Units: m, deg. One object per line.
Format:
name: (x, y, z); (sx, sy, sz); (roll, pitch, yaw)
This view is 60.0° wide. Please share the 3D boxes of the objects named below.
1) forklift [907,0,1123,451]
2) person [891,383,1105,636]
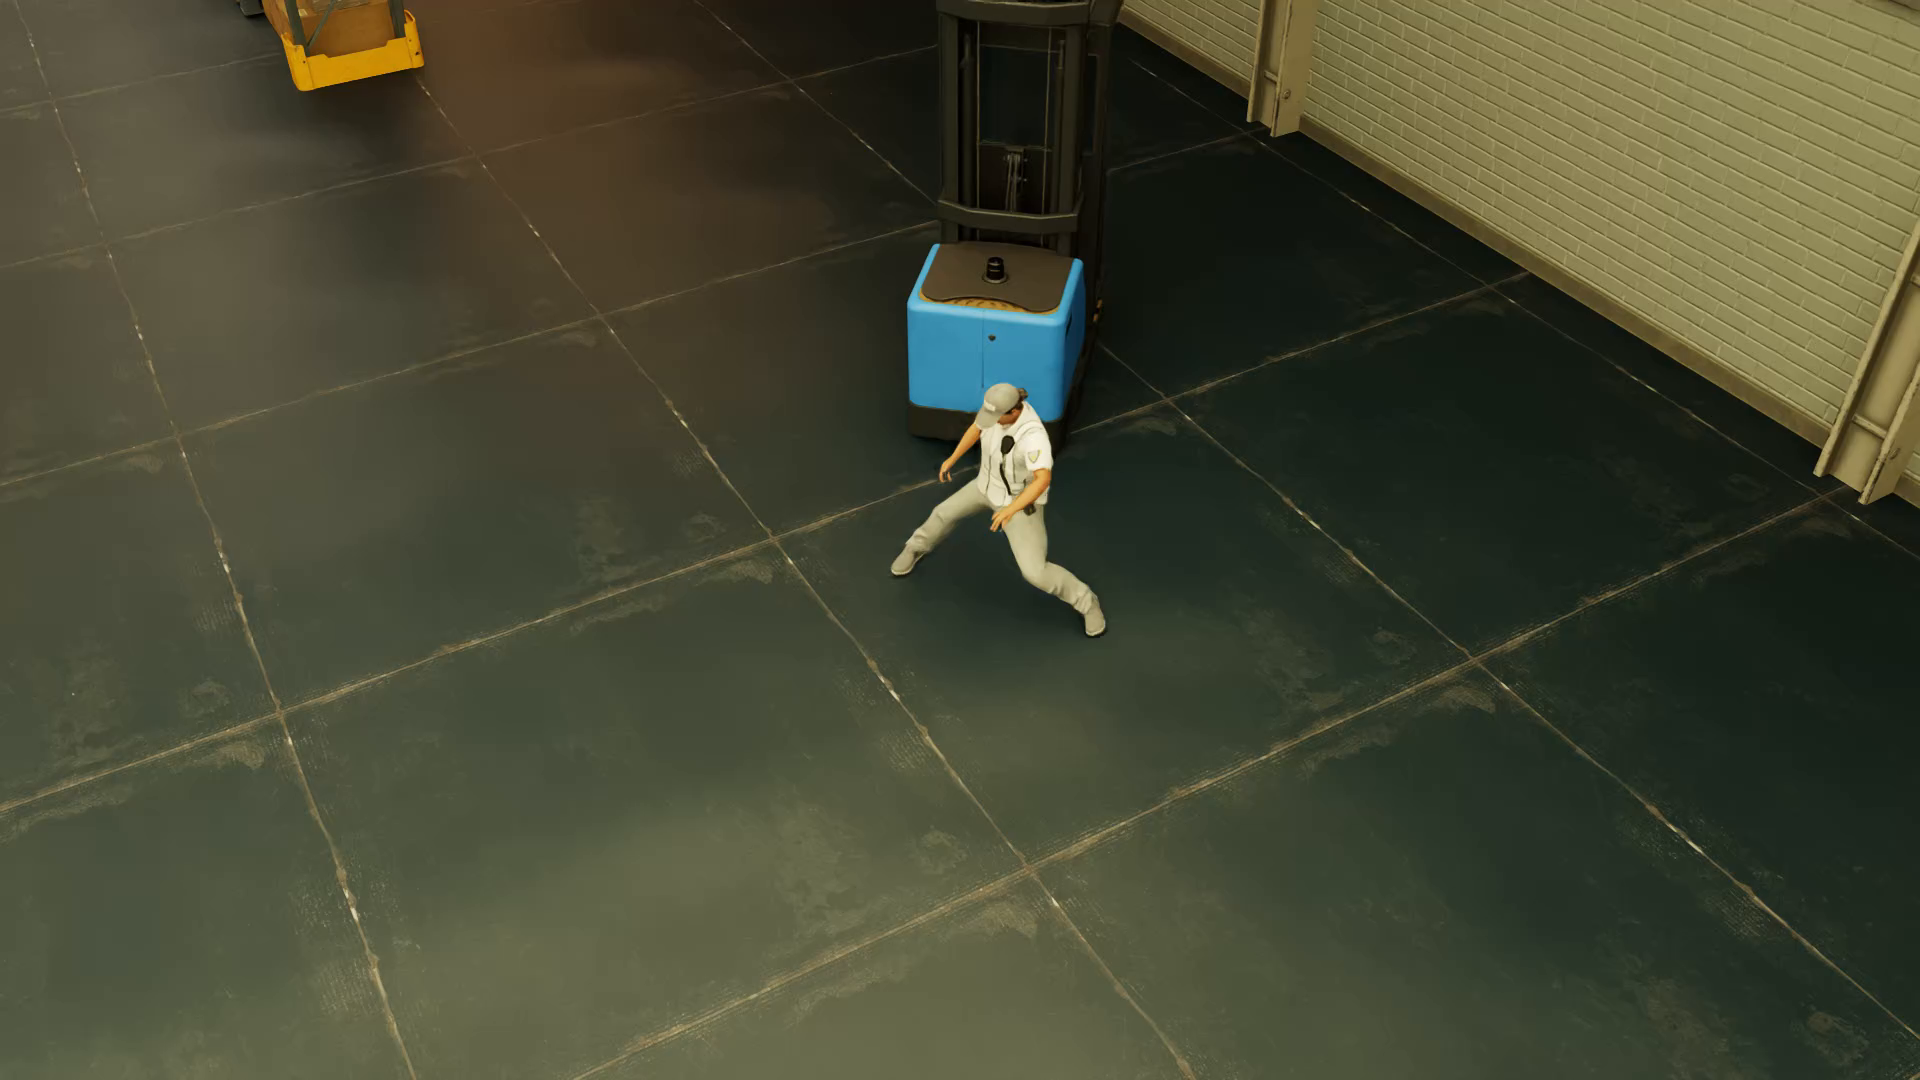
forklift: (0.457, -2.652, 11.234); (1.130, 2.935, 3.031); (8, 40, 9)
person: (0.213, -0.228, 9.463); (0.881, 1.478, 1.236); (-21, 44, -23)
